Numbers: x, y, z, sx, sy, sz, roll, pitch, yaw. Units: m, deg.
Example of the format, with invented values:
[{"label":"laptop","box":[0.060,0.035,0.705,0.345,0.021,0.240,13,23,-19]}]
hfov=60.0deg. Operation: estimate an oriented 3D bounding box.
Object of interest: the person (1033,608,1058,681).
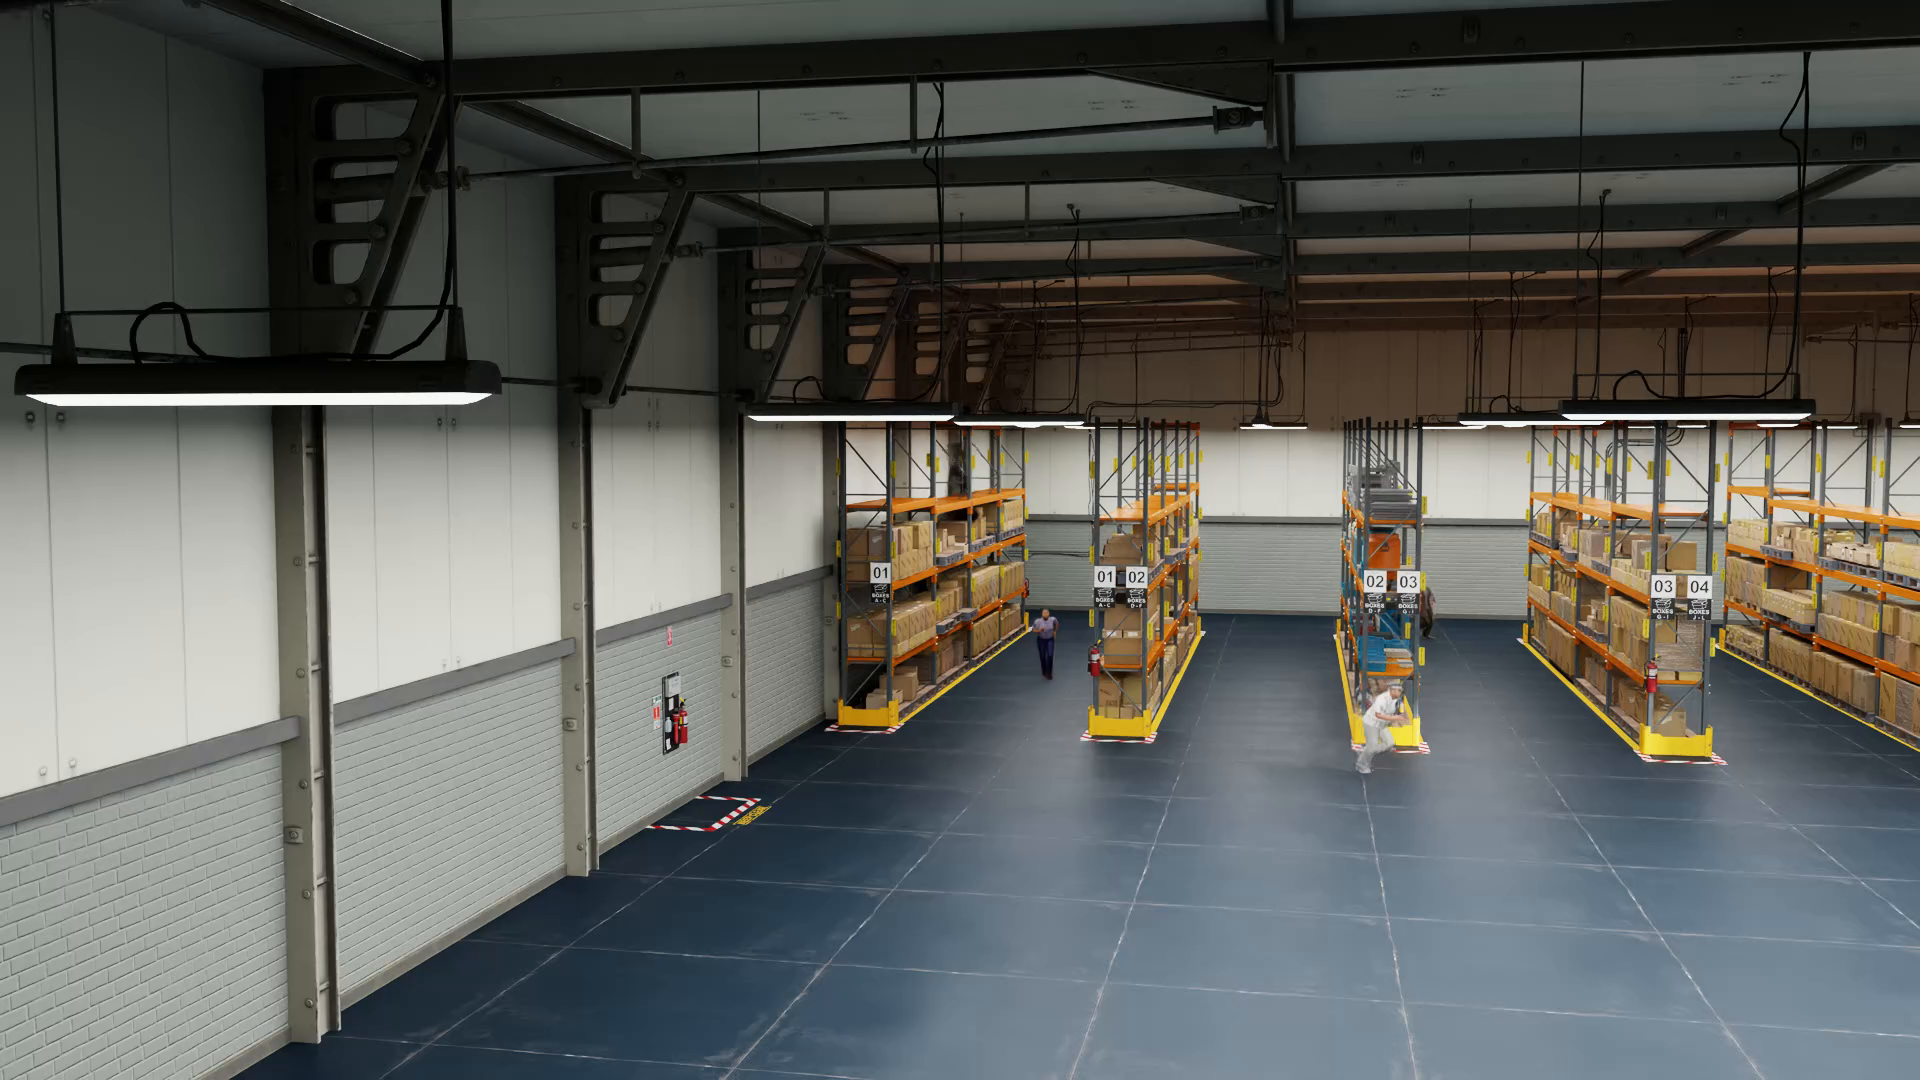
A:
[{"label":"person","box":[1.979,2.424,38.551,0.587,1.712,0.836,0,4,3]}]

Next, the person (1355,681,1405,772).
[{"label":"person","box":[7.077,3.124,27.848,0.911,1.578,0.700,3,5,42]}]

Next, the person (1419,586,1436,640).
[{"label":"person","box":[12.769,1.894,45.911,0.810,1.713,0.599,-2,4,-25]}]
